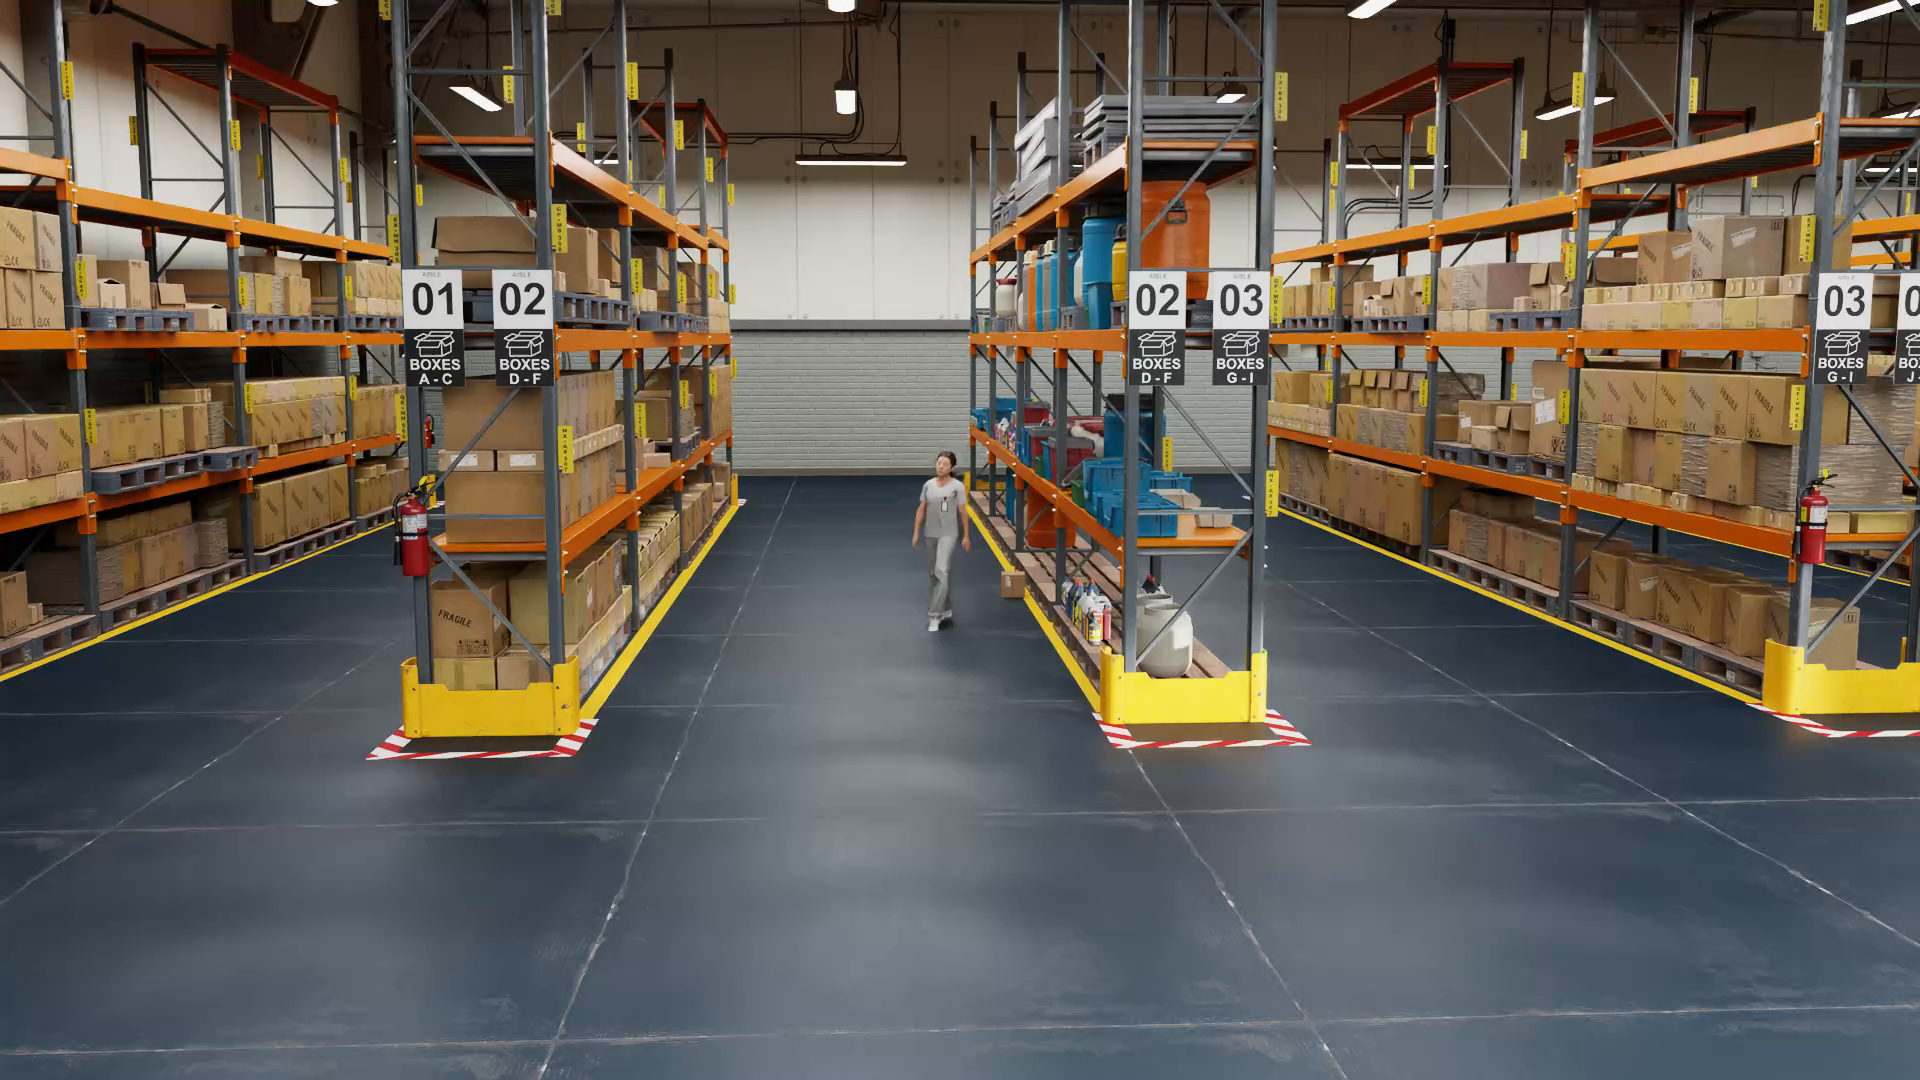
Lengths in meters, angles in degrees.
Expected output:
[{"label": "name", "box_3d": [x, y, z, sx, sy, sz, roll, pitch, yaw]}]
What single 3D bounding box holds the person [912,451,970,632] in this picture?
[{"label": "person", "box_3d": [-0.192, 0.015, 15.829, 0.501, 1.709, 0.690, 3, 8, 26]}]
